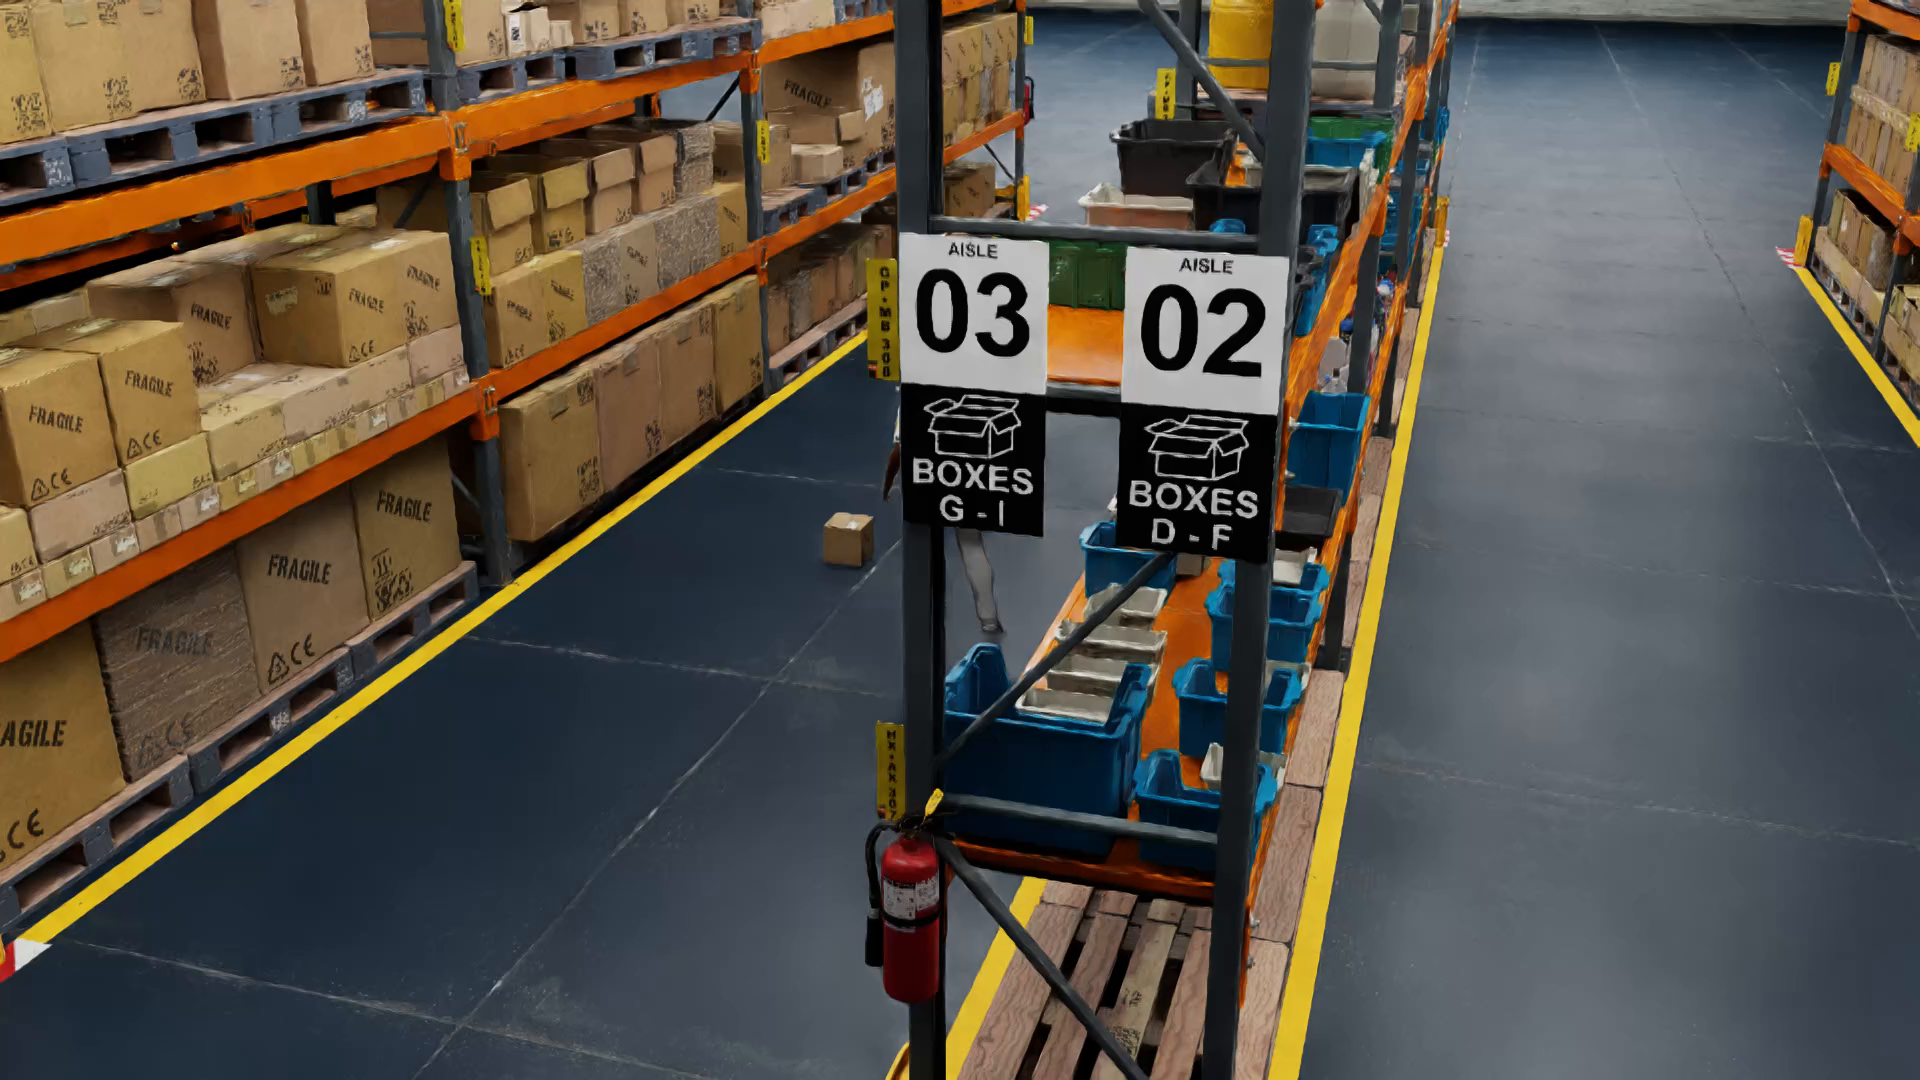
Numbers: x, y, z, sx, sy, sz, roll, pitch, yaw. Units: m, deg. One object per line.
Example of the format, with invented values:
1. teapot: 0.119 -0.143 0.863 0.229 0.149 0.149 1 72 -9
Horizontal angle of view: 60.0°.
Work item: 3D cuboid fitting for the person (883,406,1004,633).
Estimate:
1. person: -0.124 -0.305 9.260 0.634 1.663 0.842 -6 23 -14
